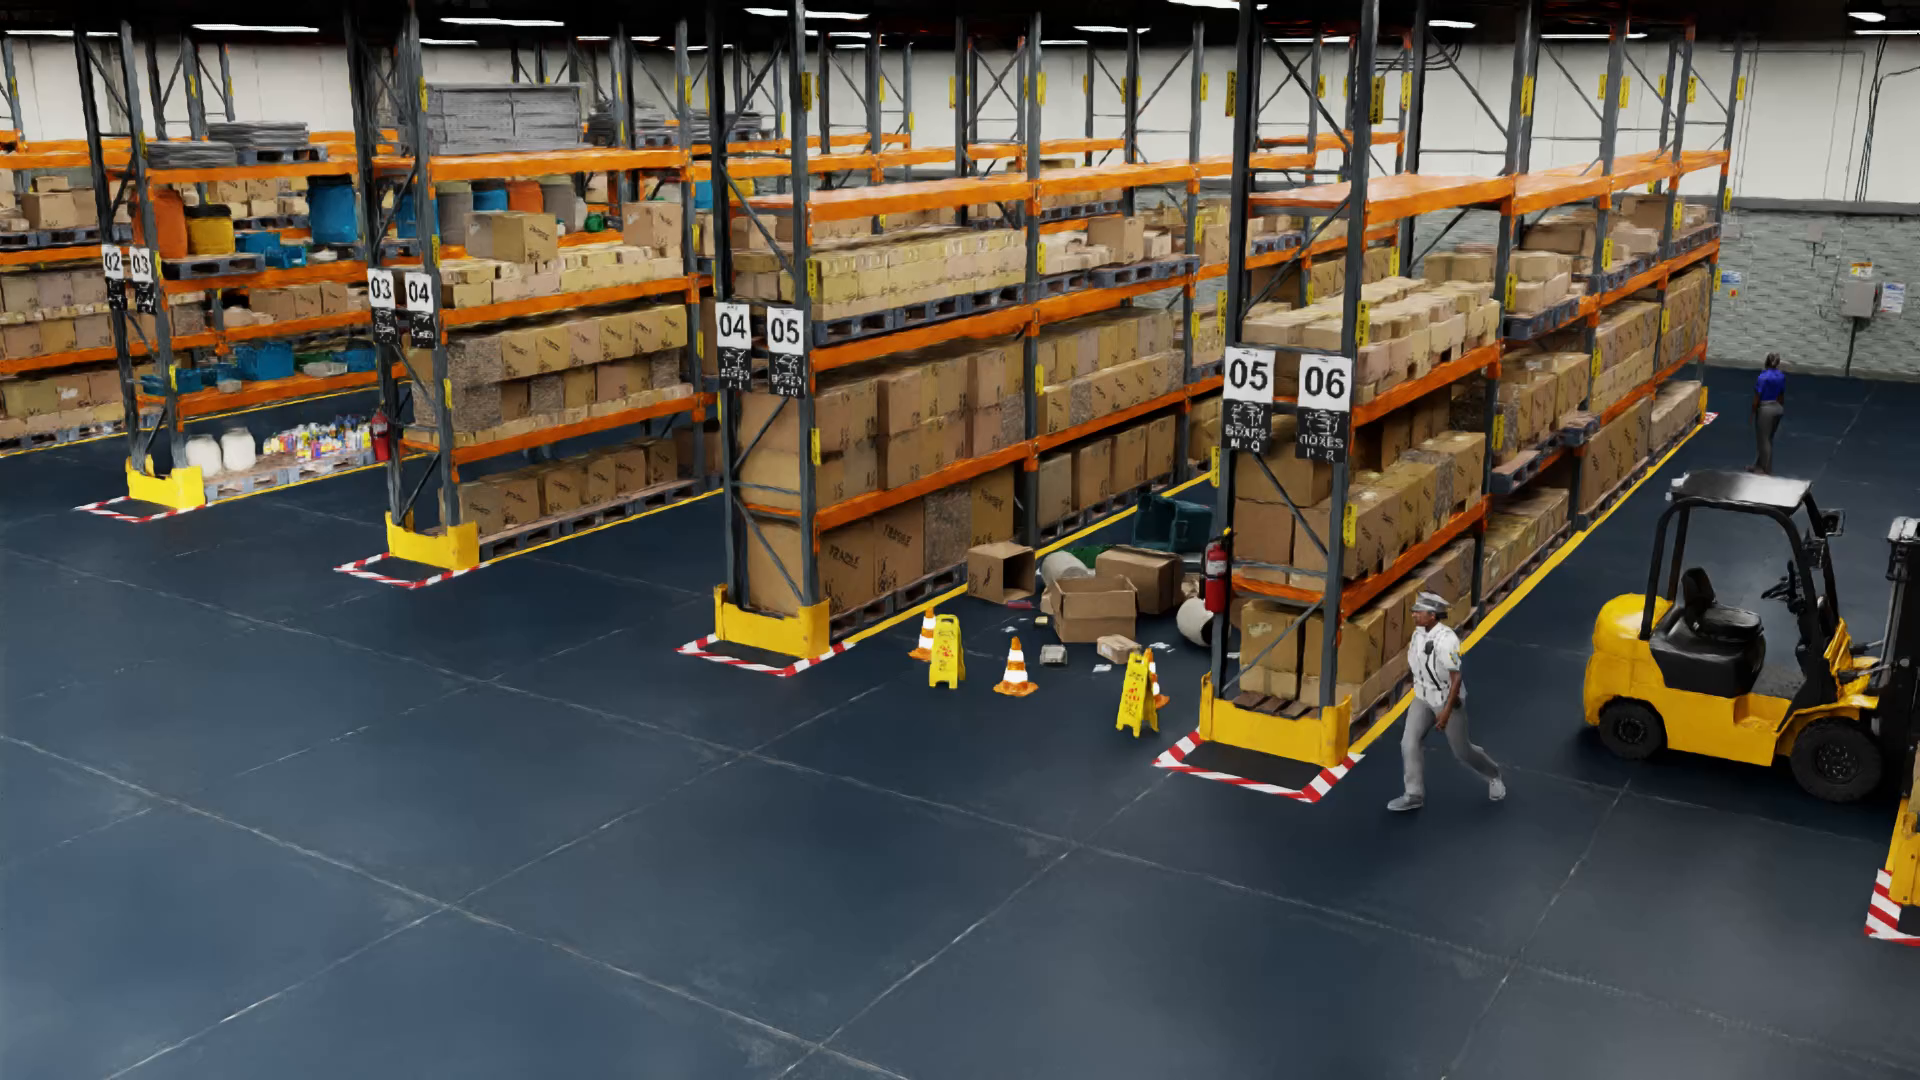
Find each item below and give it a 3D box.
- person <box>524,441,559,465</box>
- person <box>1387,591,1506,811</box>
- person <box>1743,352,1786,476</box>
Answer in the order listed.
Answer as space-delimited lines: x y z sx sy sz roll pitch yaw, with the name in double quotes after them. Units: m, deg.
-5.417 -1.492 21.418 0.719 1.714 0.578 9 18 30 "person"
3.551 1.147 12.026 0.891 1.632 0.560 -7 17 -25 "person"
10.731 -1.692 22.170 0.574 1.652 0.545 -8 18 -27 "person"
